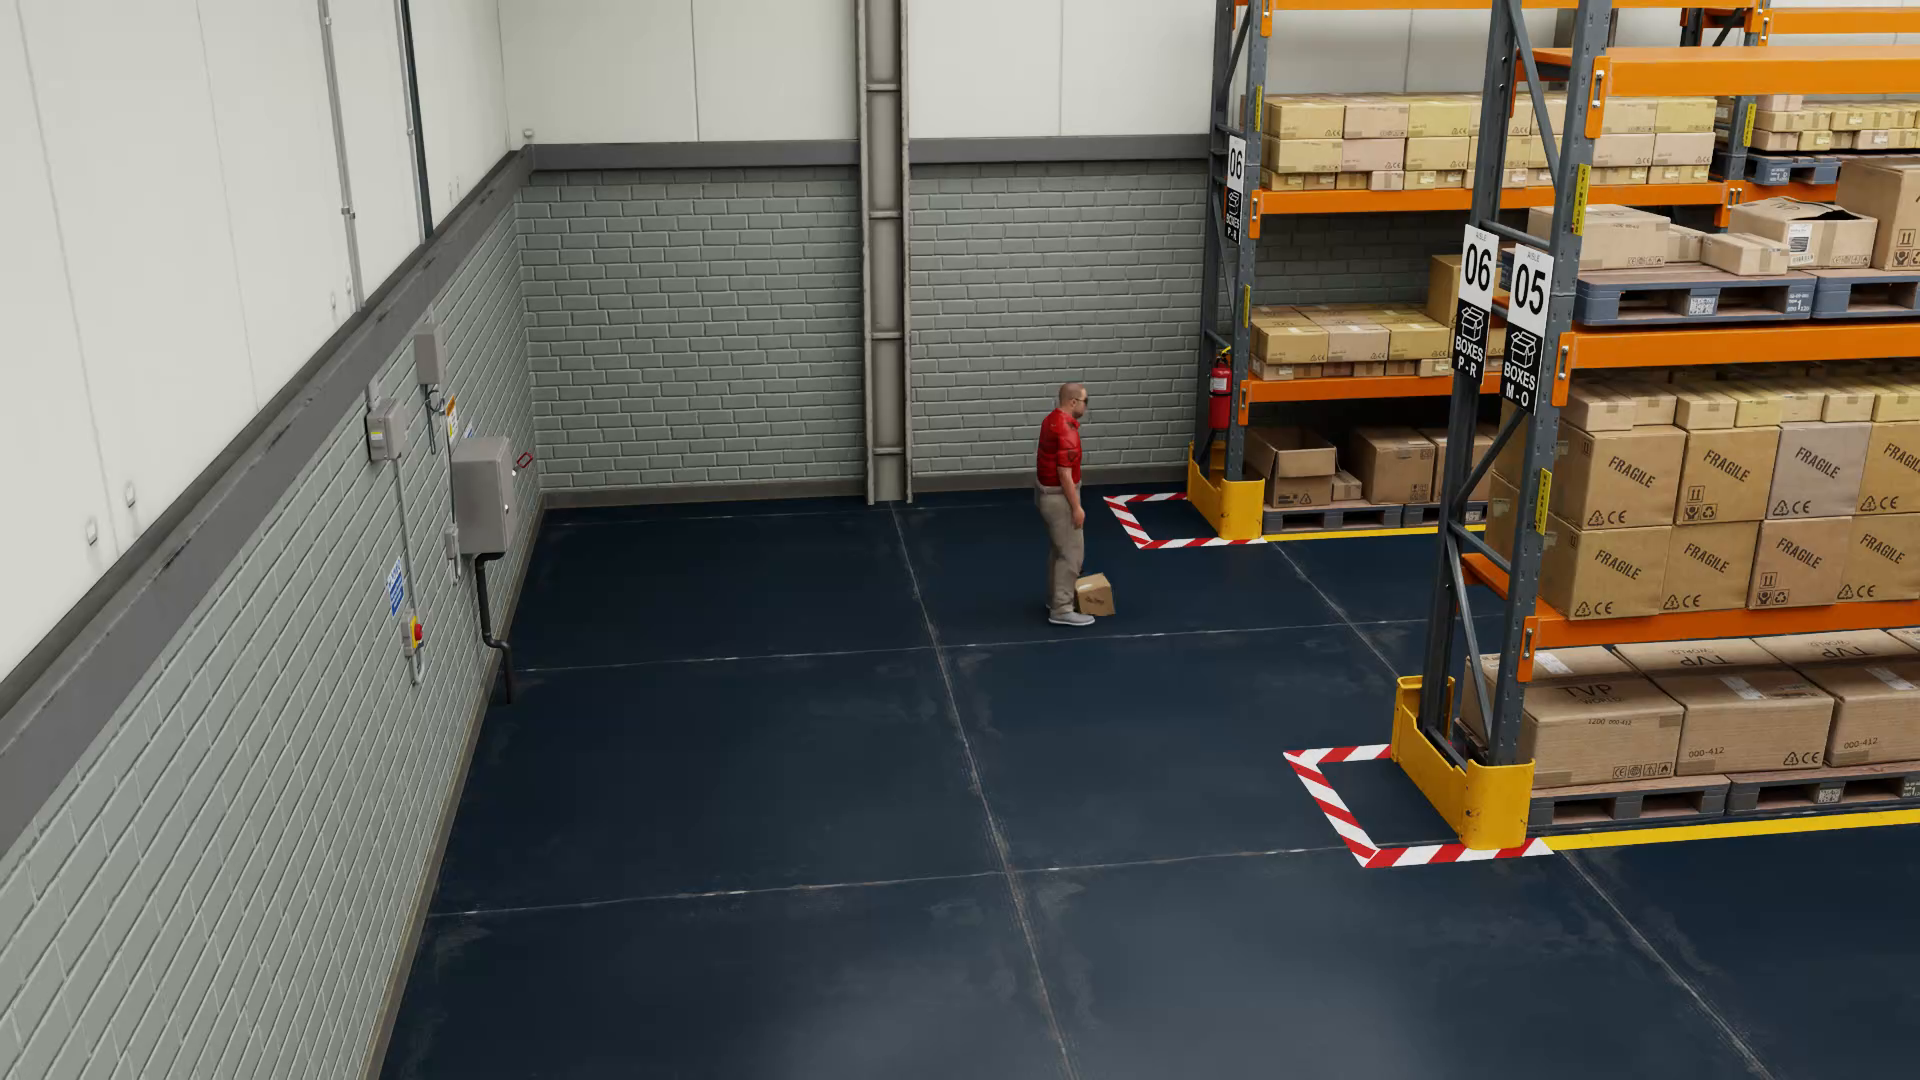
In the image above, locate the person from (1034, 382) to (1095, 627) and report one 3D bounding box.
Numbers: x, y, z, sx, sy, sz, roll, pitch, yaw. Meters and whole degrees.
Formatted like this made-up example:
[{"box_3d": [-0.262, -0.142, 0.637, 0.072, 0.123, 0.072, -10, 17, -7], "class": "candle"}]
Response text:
[{"box_3d": [0.758, -0.277, 11.859, 0.433, 1.727, 0.576, -3, 20, -10], "class": "person"}]
